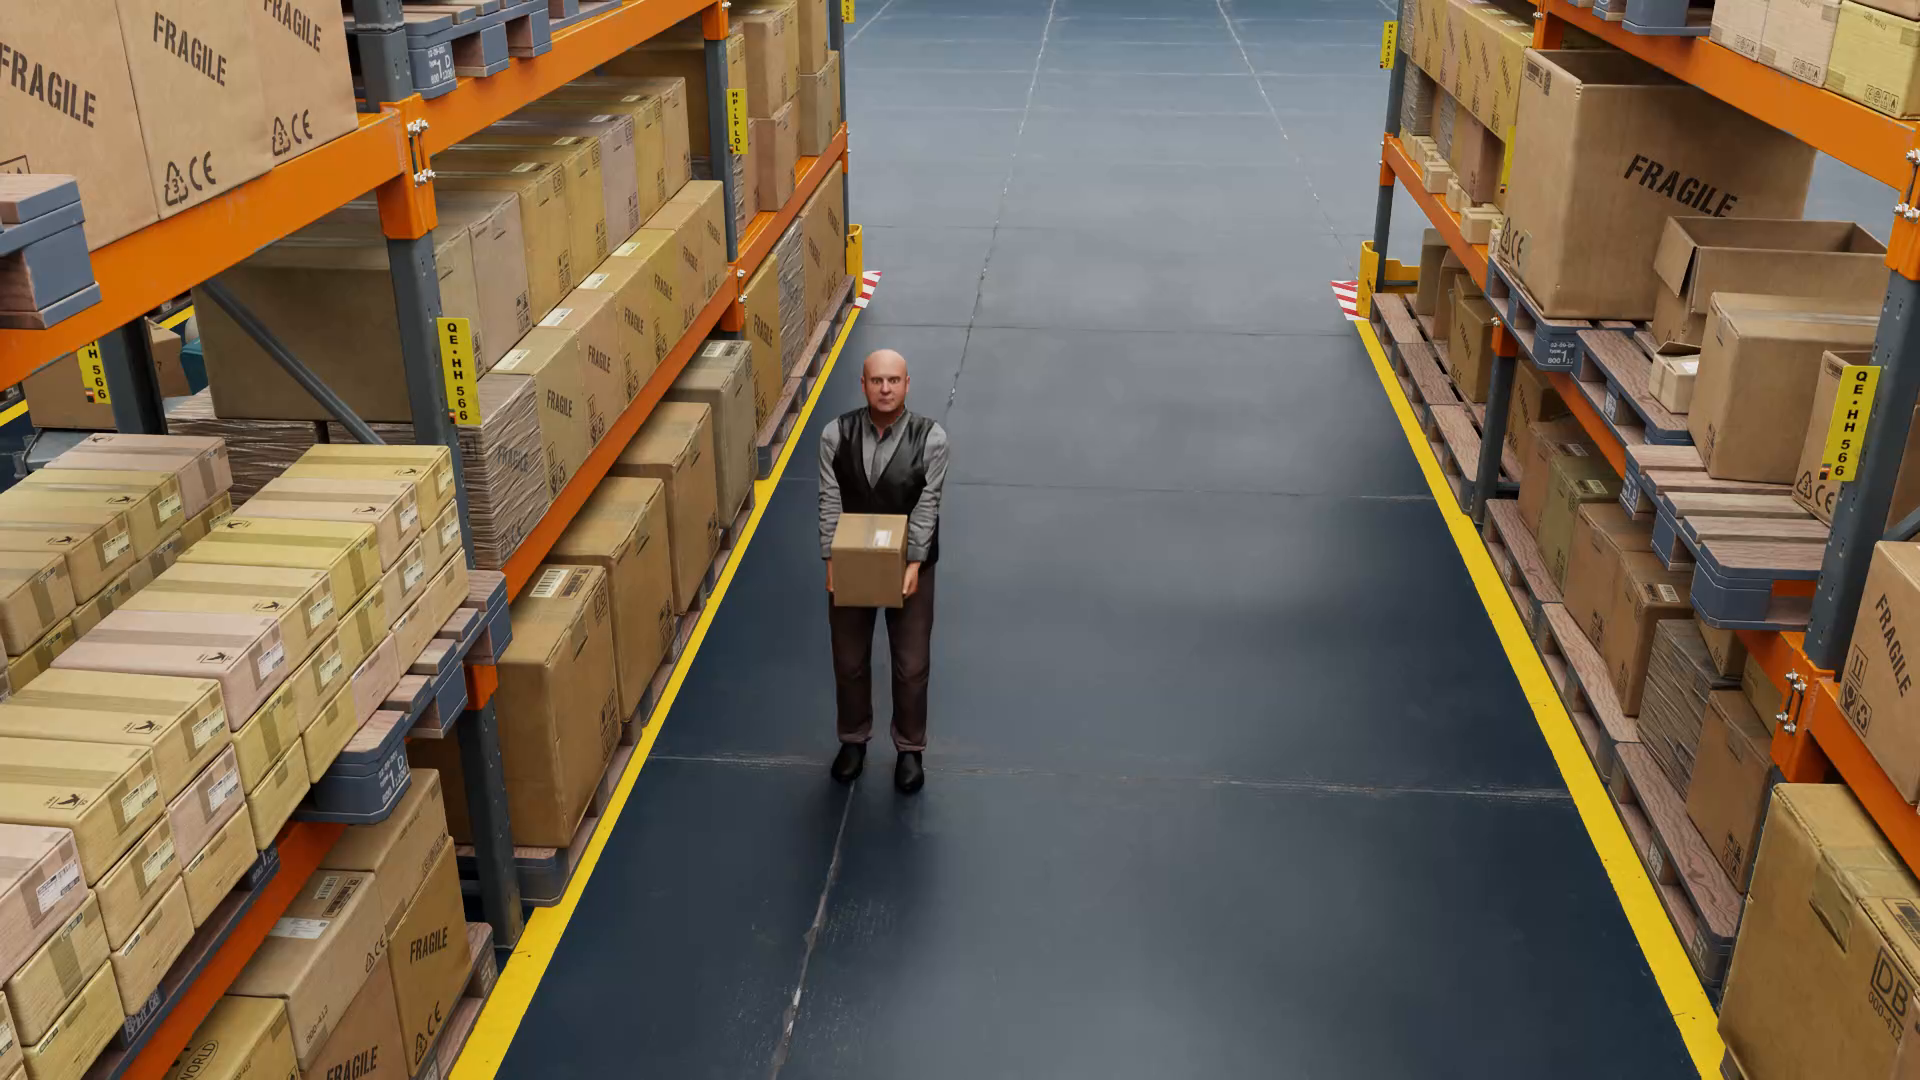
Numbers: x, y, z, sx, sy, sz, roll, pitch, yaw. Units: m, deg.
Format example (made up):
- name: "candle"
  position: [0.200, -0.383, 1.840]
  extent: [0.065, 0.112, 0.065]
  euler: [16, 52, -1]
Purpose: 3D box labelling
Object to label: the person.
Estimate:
- name: "person"
  position: [-0.294, 0.151, 6.311]
  extent: [0.494, 1.712, 0.559]
  euler: [2, 24, 4]
